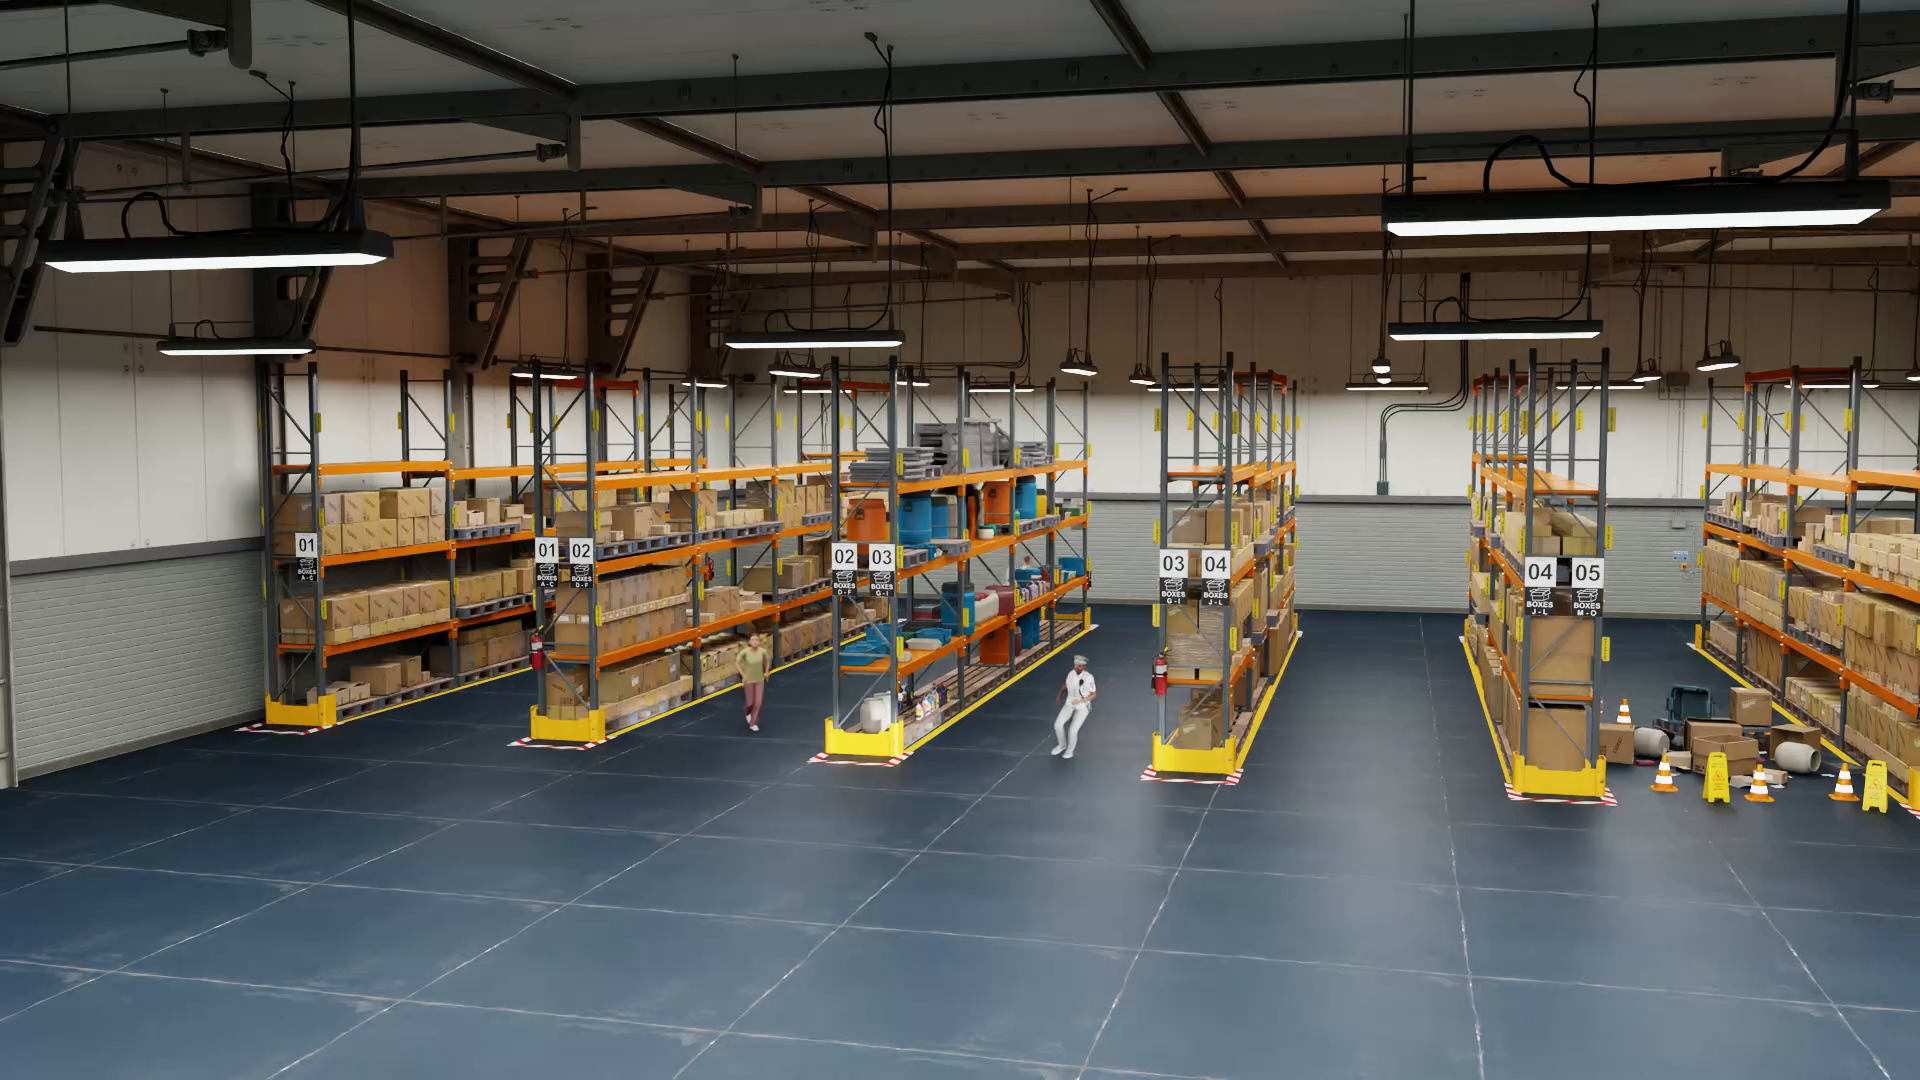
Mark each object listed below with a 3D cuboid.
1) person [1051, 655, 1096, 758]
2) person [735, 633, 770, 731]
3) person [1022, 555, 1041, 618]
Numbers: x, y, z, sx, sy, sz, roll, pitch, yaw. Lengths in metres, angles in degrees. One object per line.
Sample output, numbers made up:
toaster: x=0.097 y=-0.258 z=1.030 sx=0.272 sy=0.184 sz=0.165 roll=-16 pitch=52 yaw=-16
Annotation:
person: x=1.668 y=2.483 z=24.710 sx=0.765 sy=1.580 sz=0.627 roll=2 pitch=4 yaw=26
person: x=-3.396 y=2.297 z=27.198 sx=0.582 sy=1.604 sz=0.593 roll=-1 pitch=4 yaw=-18
person: x=1.672 y=1.179 z=42.641 sx=0.861 sy=1.609 sz=0.542 roll=2 pitch=4 yaw=25
